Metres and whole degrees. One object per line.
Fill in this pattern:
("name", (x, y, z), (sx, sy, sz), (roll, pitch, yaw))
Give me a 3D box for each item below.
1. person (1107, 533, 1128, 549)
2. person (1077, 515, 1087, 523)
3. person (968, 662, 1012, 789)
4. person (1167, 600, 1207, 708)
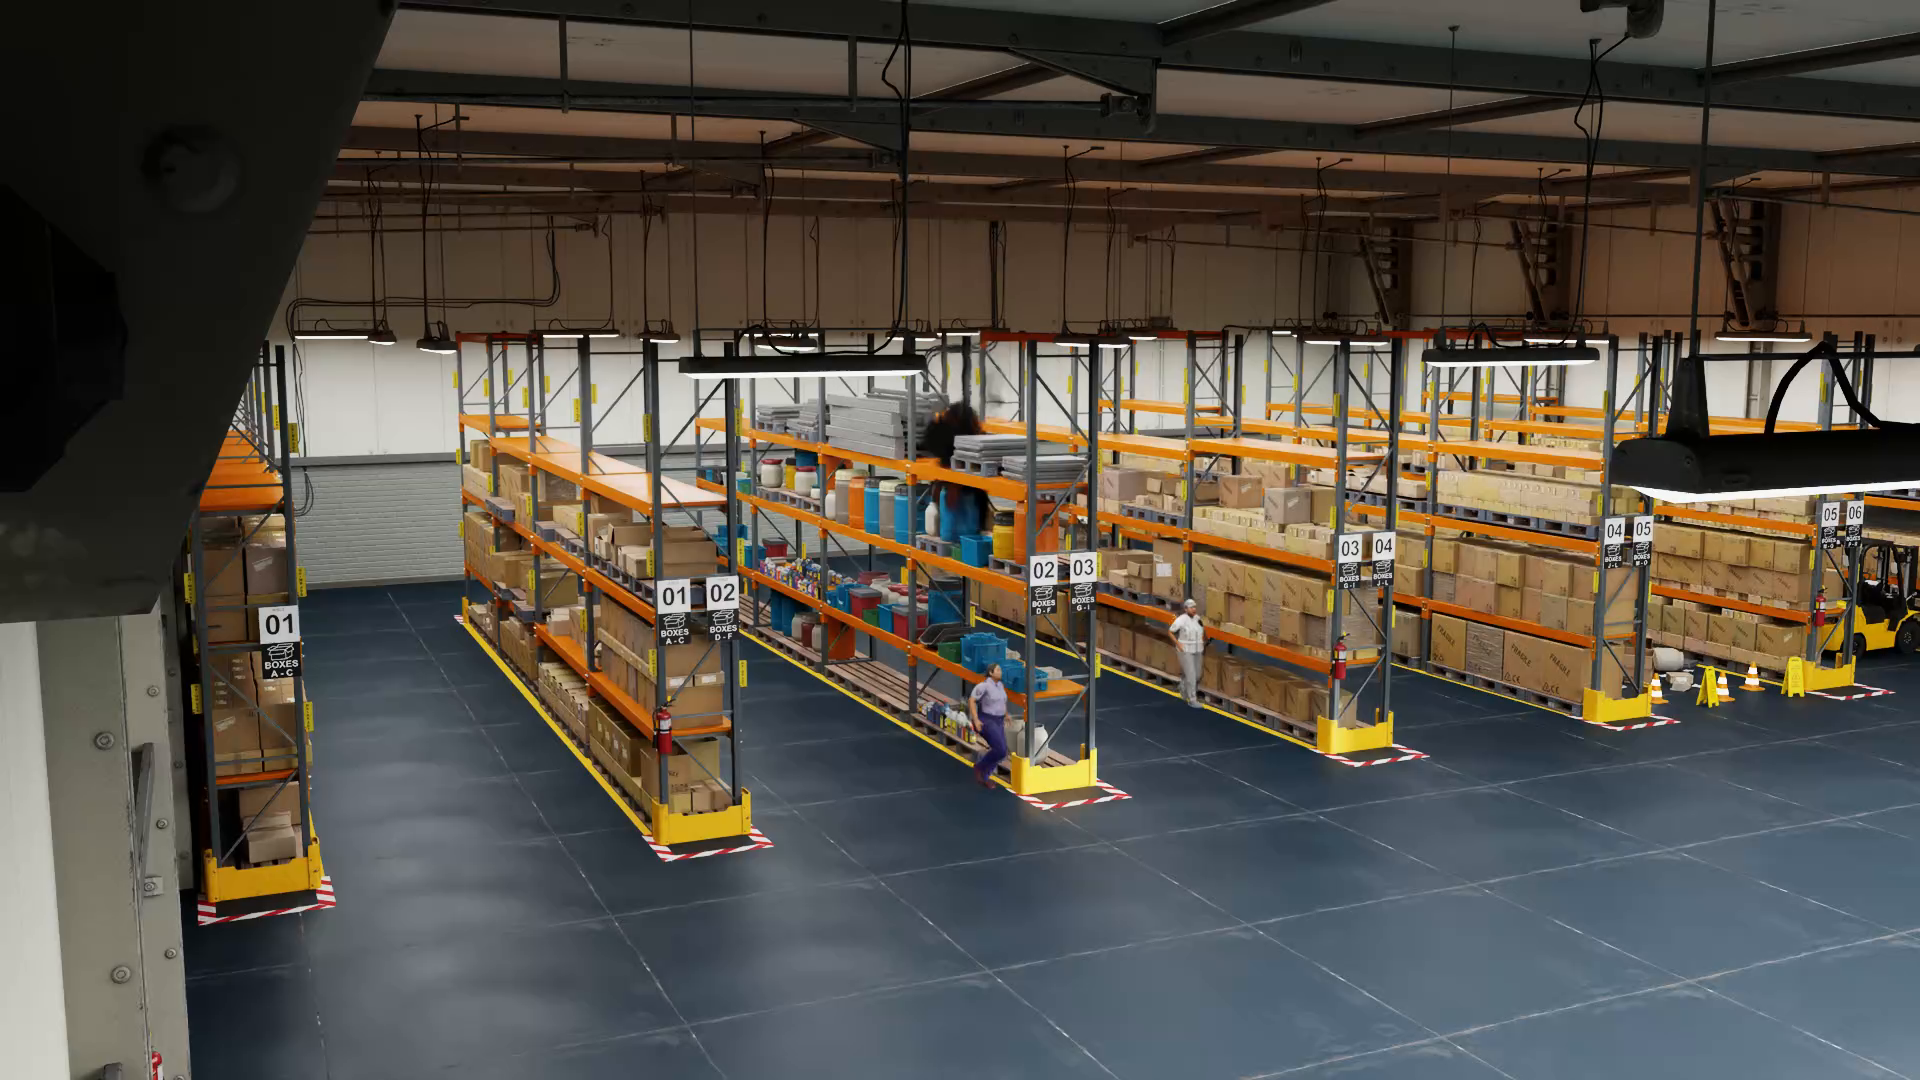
("person", (3.951, -0.176, 41.986), (0.908, 1.722, 0.709), (4, 9, 25))
("person", (2.992, -0.058, 41.480), (0.652, 1.685, 0.814), (6, 10, 38))
("person", (0.459, 2.378, 21.436), (0.496, 1.582, 0.637), (5, 9, 33))
("person", (3.578, 1.757, 25.887), (0.620, 1.673, 0.766), (-4, 9, -28))
